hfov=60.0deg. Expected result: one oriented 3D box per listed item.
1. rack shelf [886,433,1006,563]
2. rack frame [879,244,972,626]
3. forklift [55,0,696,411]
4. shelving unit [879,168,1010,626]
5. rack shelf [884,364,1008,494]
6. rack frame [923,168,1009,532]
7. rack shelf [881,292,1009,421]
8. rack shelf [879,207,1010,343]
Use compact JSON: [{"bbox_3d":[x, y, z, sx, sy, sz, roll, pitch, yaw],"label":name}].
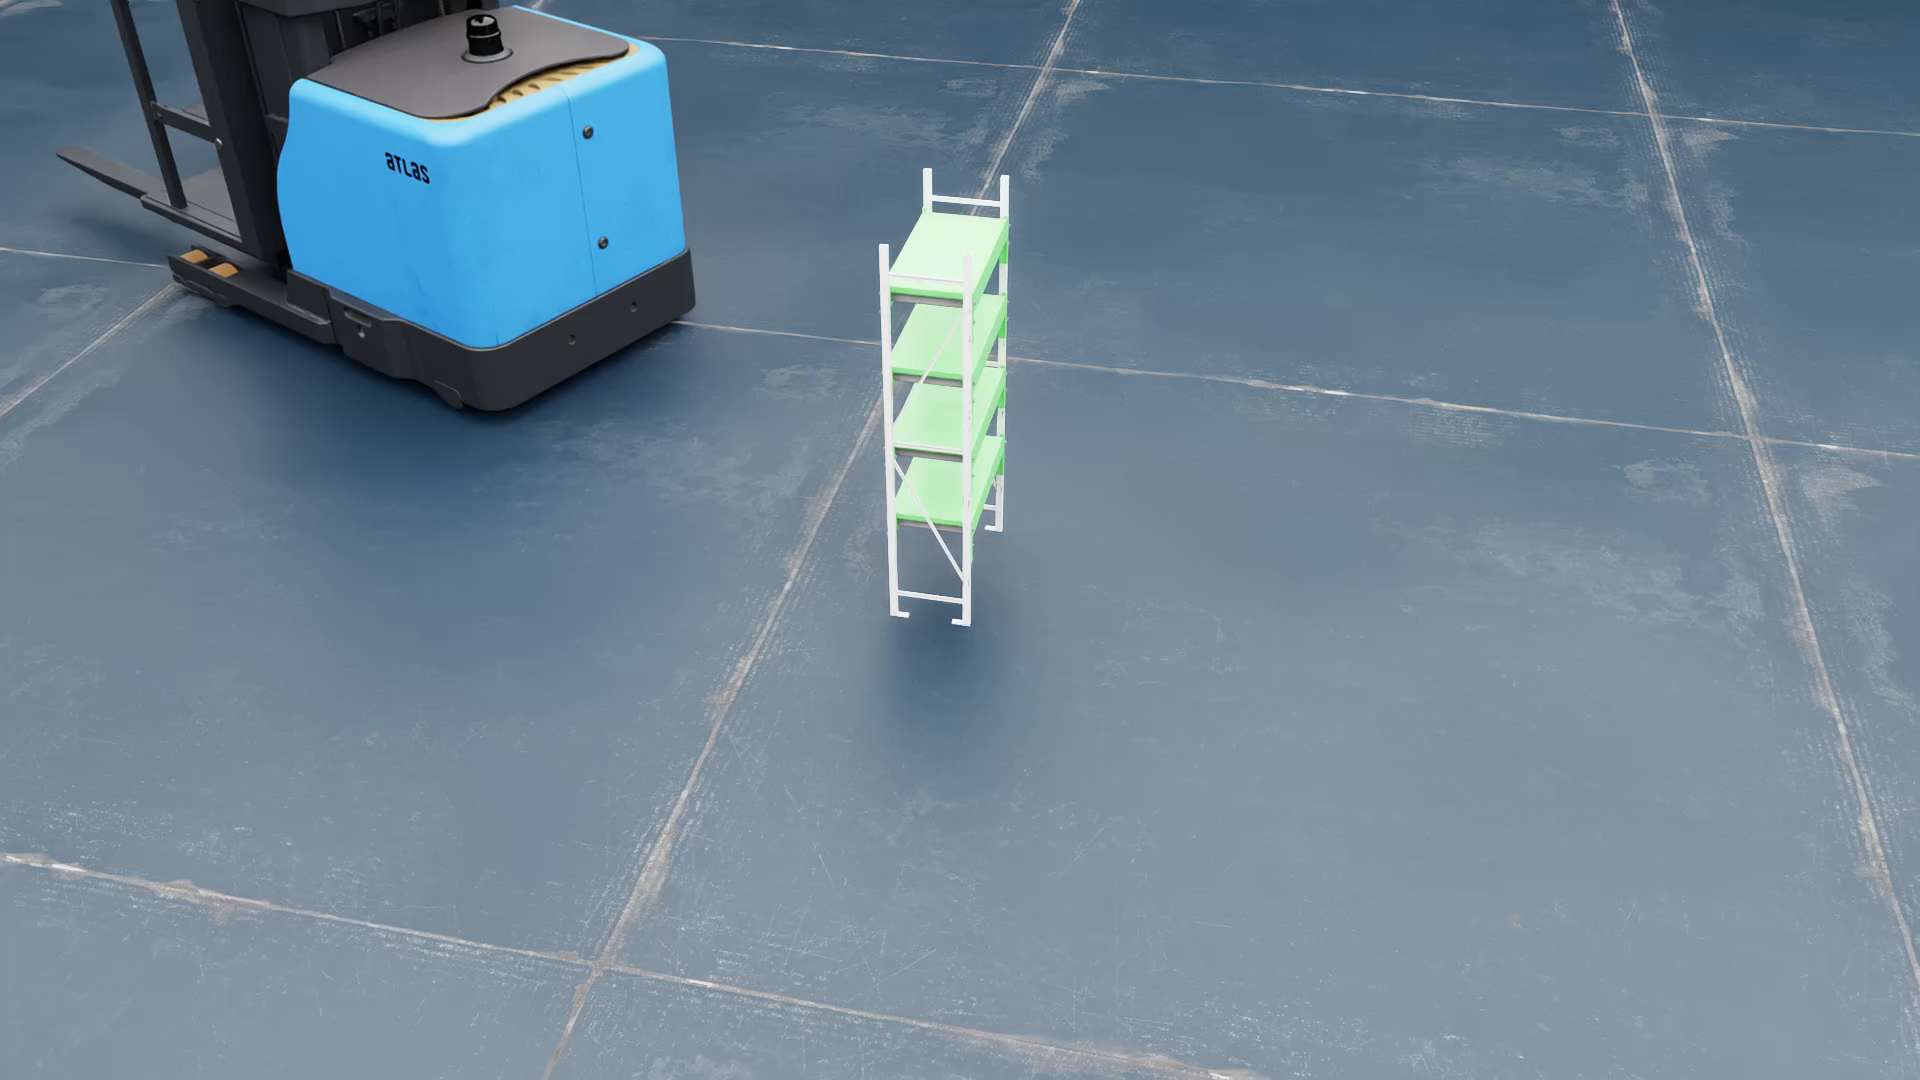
[{"bbox_3d":[-0.035,-0.145,4.945,0.258,0.148,0.480,7,37,10],"label":"rack shelf"},{"bbox_3d":[-0.087,-0.251,4.574,0.240,1.200,0.015,7,37,10],"label":"rack frame"},{"bbox_3d":[-2.502,-2.323,5.958,3.031,2.935,1.130,23,42,29],"label":"forklift"},{"bbox_3d":[-0.035,-0.391,4.767,0.258,1.200,0.503,7,37,10],"label":"shelving unit"},{"bbox_3d":[-0.035,-0.339,4.804,0.258,0.148,0.480,7,37,10],"label":"rack shelf"},{"bbox_3d":[0.017,-0.531,4.960,0.240,1.200,0.015,7,37,10],"label":"rack frame"},{"bbox_3d":[-0.035,-0.534,4.664,0.258,0.148,0.480,7,37,10],"label":"rack shelf"},{"bbox_3d":[-0.035,-0.728,4.523,0.258,0.148,0.480,7,37,10],"label":"rack shelf"}]
